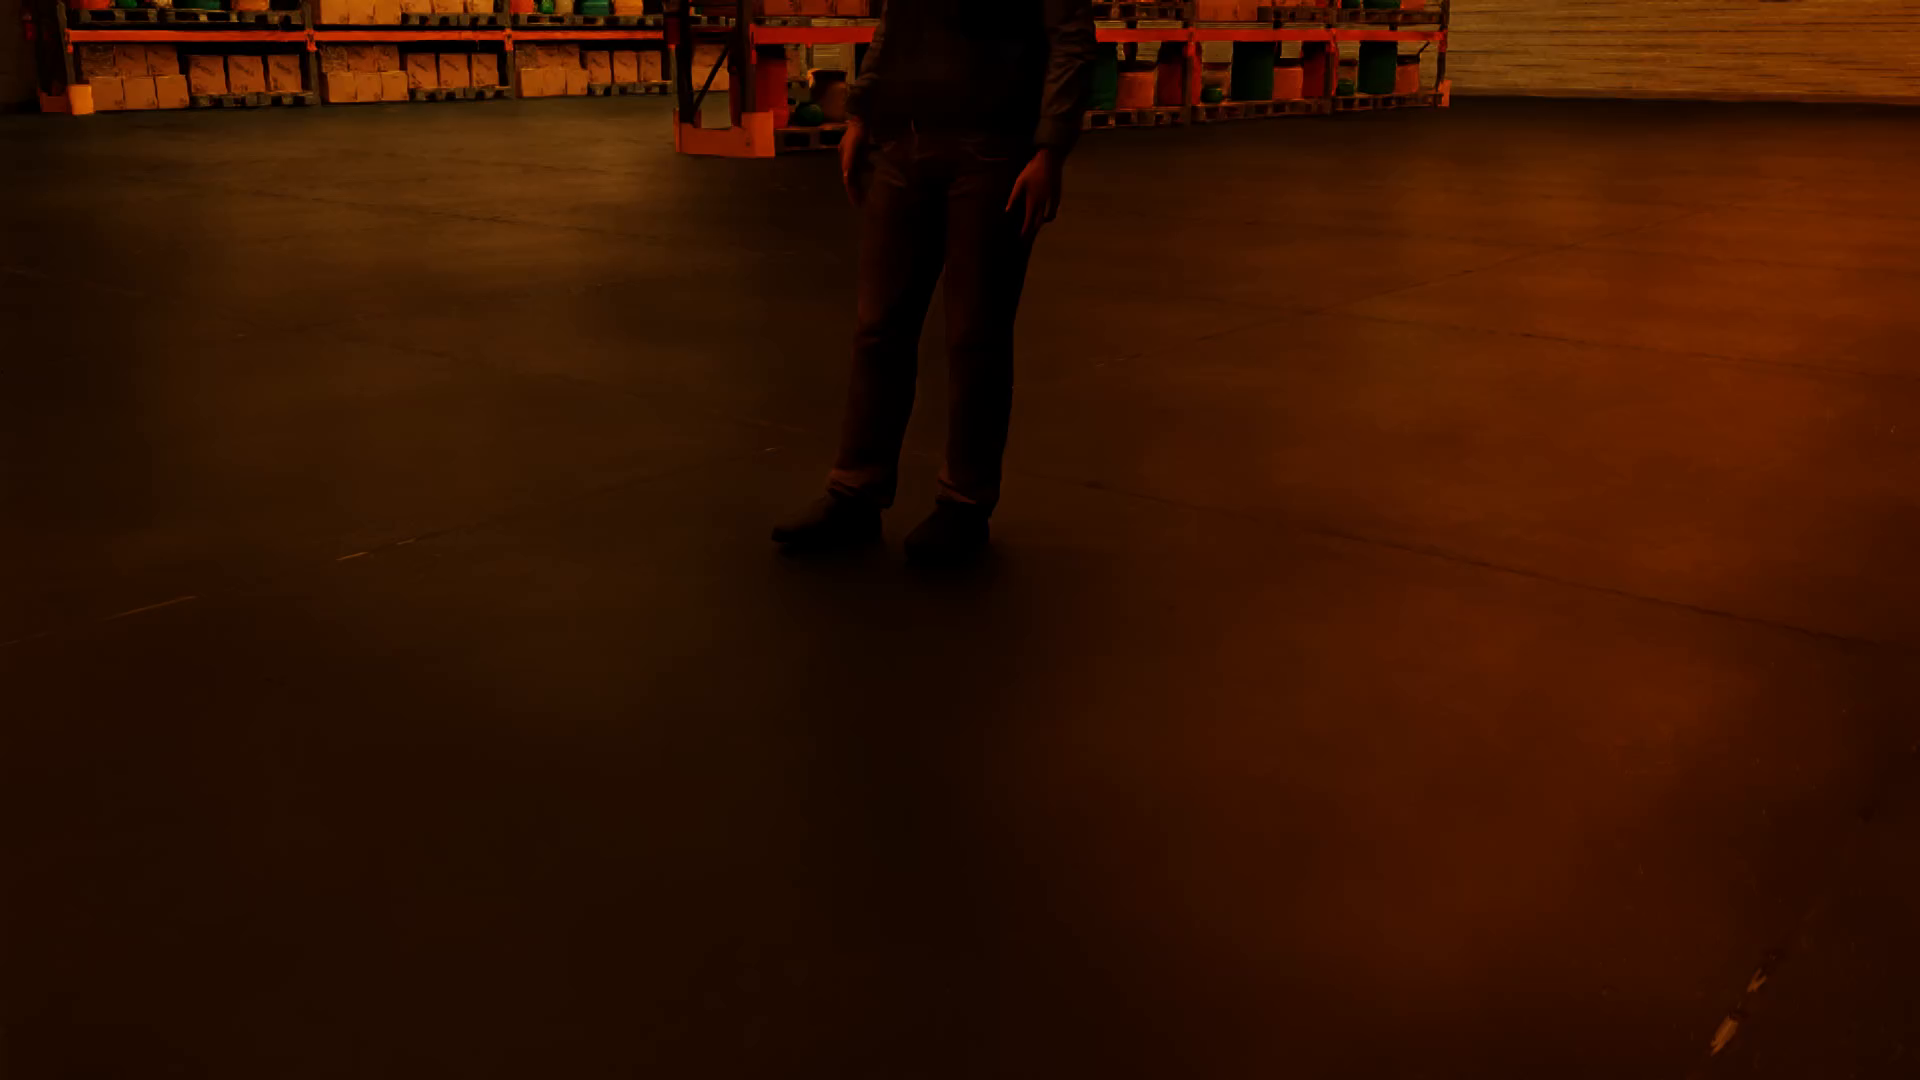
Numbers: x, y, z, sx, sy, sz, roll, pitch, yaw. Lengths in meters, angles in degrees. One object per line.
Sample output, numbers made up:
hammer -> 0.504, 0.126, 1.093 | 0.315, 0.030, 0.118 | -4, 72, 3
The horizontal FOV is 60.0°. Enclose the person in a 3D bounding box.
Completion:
person -> -0.046, -0.818, 3.649 | 0.632, 1.720, 0.567 | 13, 21, 37
